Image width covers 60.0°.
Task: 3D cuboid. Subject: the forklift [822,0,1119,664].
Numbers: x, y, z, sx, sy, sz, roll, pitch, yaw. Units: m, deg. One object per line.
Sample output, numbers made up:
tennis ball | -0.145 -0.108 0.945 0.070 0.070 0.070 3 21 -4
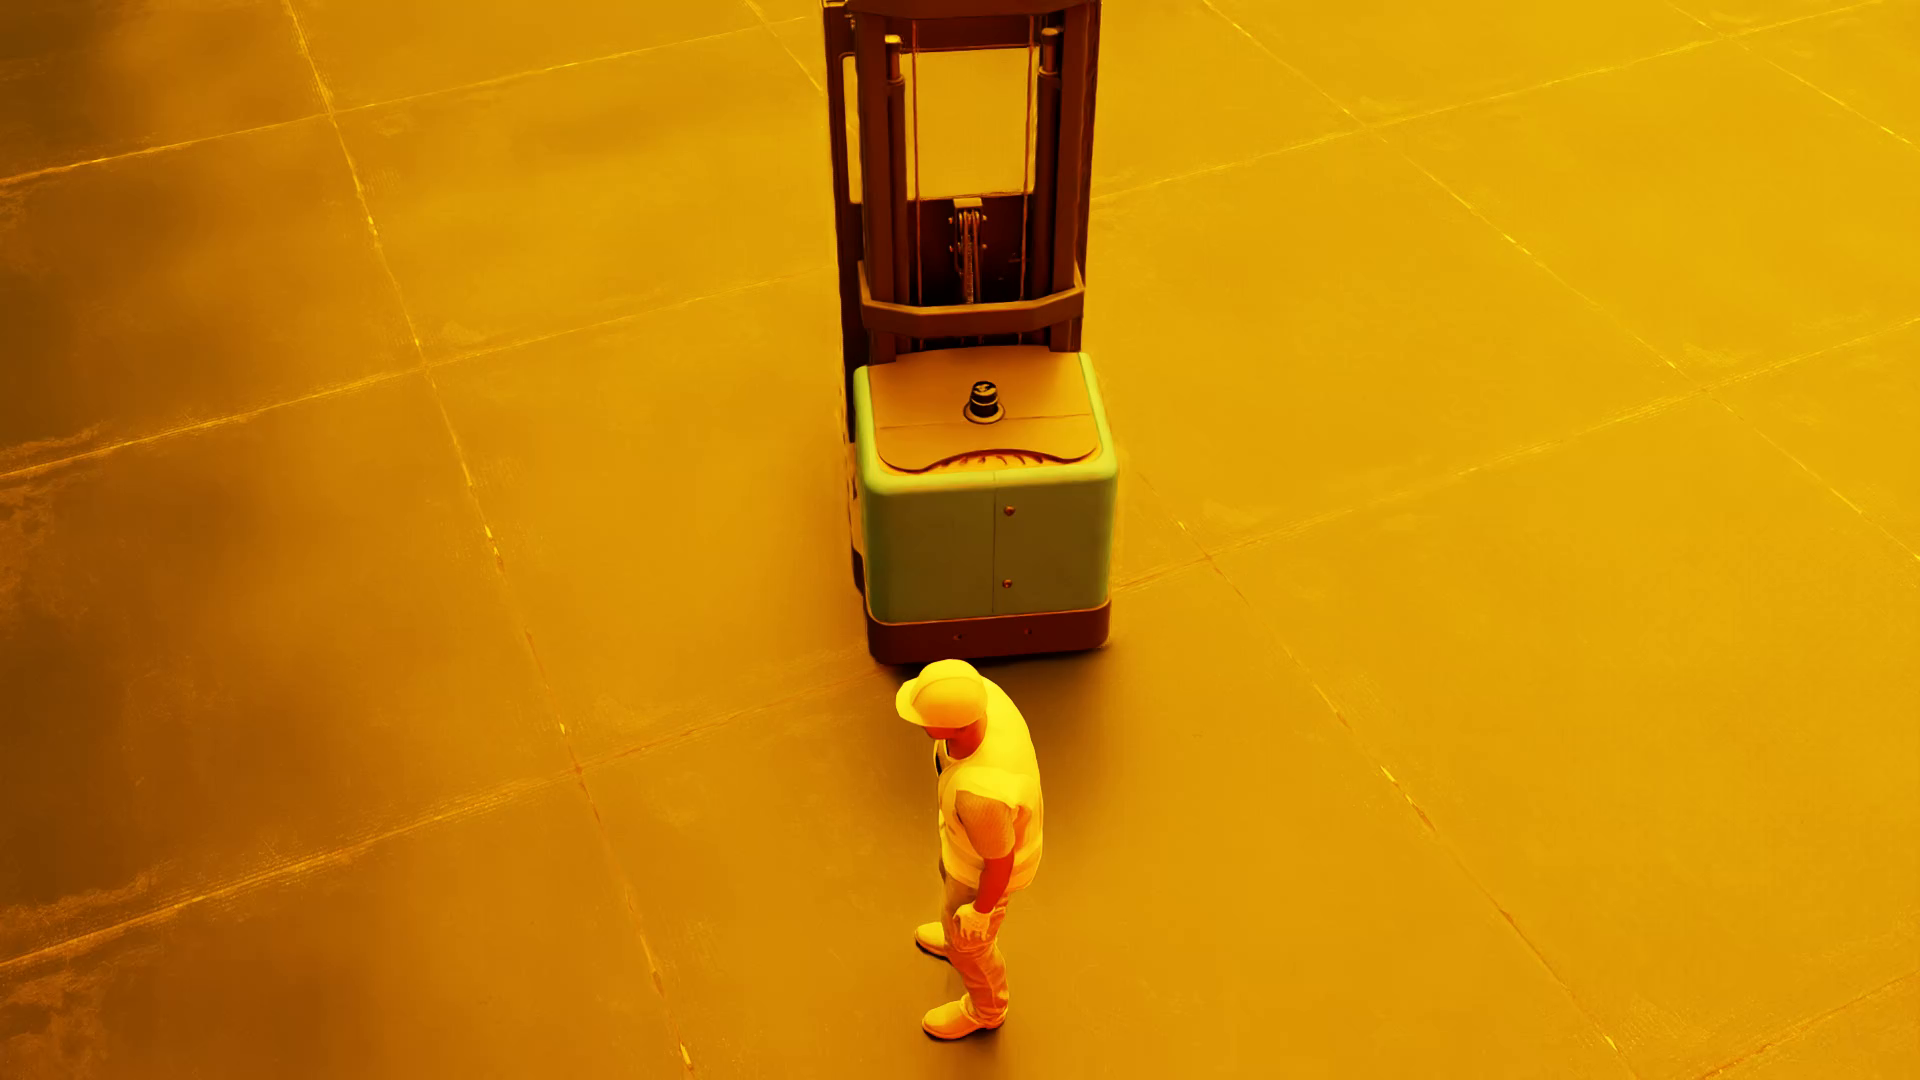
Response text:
forklift | -0.017 -1.543 7.333 1.130 2.935 3.031 -4 43 -4

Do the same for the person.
person | 0.033 1.001 5.460 0.453 1.772 0.617 -3 43 -3
